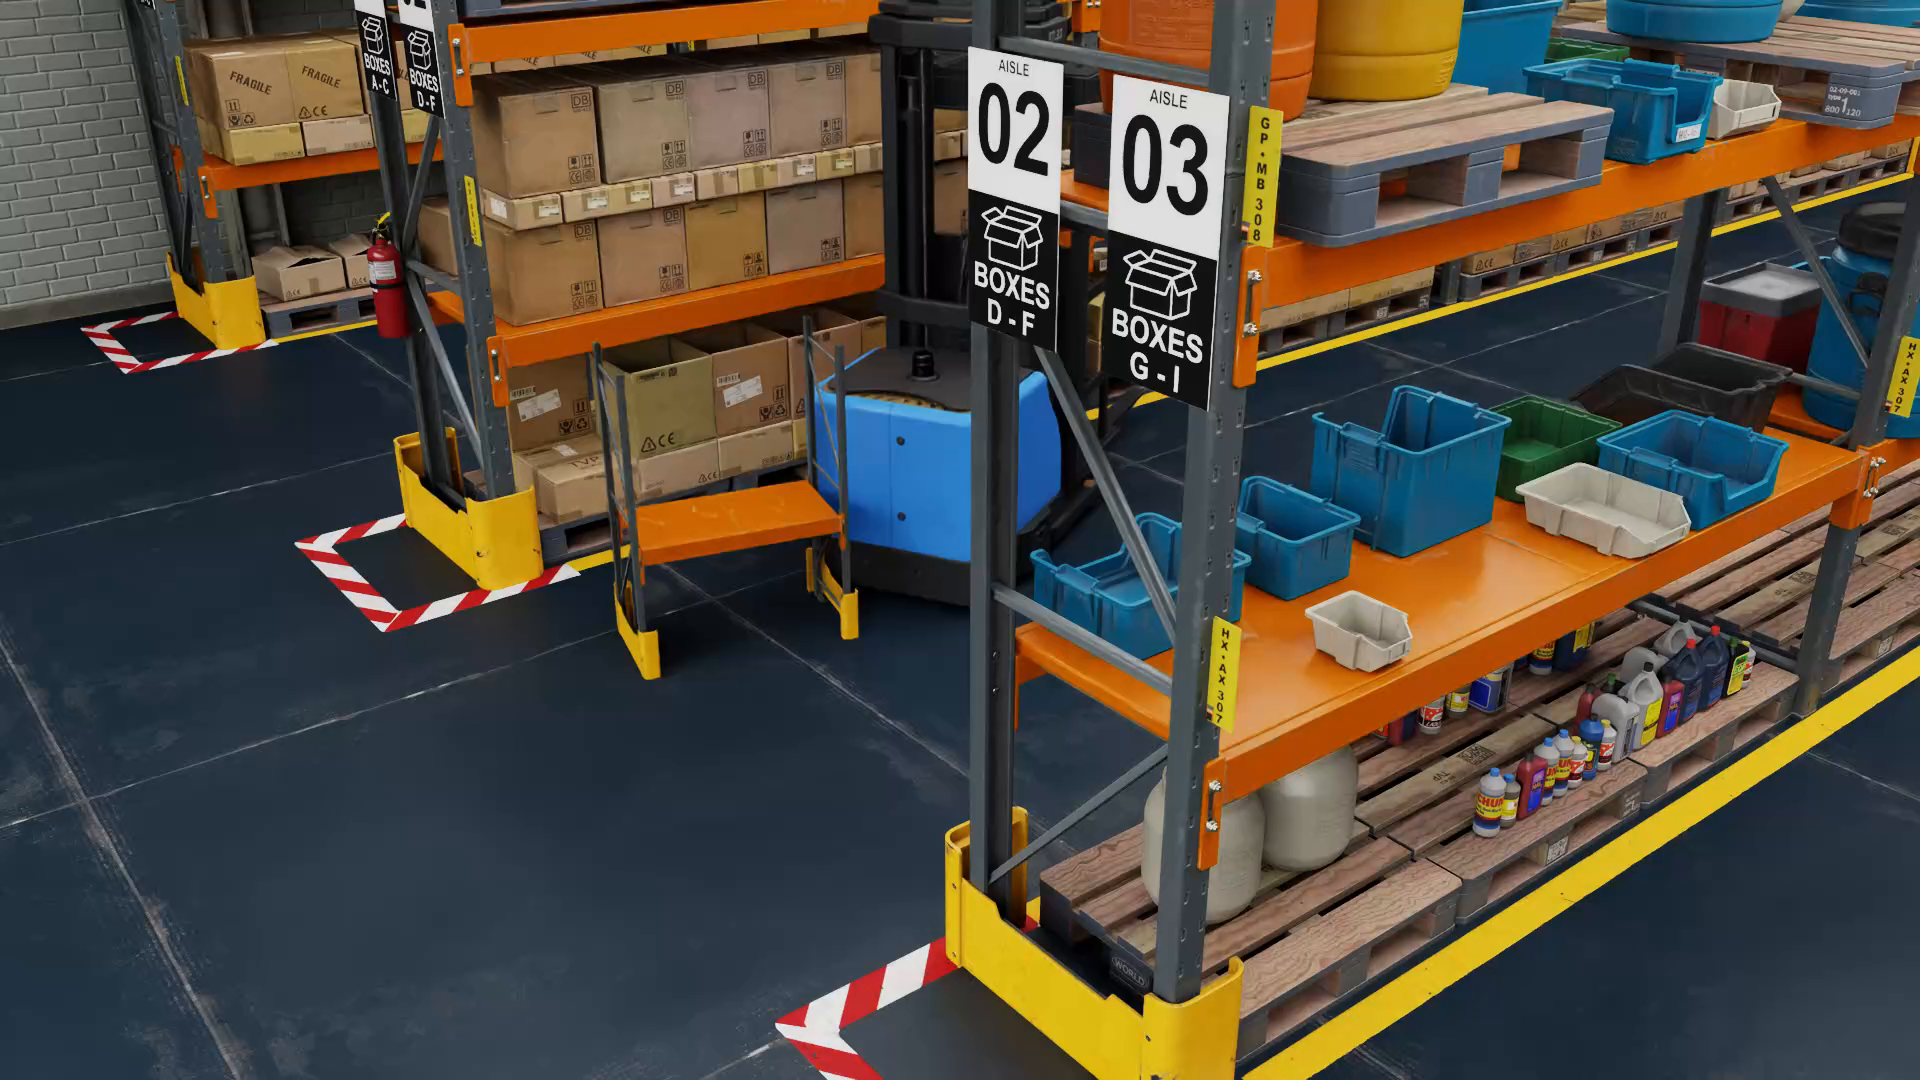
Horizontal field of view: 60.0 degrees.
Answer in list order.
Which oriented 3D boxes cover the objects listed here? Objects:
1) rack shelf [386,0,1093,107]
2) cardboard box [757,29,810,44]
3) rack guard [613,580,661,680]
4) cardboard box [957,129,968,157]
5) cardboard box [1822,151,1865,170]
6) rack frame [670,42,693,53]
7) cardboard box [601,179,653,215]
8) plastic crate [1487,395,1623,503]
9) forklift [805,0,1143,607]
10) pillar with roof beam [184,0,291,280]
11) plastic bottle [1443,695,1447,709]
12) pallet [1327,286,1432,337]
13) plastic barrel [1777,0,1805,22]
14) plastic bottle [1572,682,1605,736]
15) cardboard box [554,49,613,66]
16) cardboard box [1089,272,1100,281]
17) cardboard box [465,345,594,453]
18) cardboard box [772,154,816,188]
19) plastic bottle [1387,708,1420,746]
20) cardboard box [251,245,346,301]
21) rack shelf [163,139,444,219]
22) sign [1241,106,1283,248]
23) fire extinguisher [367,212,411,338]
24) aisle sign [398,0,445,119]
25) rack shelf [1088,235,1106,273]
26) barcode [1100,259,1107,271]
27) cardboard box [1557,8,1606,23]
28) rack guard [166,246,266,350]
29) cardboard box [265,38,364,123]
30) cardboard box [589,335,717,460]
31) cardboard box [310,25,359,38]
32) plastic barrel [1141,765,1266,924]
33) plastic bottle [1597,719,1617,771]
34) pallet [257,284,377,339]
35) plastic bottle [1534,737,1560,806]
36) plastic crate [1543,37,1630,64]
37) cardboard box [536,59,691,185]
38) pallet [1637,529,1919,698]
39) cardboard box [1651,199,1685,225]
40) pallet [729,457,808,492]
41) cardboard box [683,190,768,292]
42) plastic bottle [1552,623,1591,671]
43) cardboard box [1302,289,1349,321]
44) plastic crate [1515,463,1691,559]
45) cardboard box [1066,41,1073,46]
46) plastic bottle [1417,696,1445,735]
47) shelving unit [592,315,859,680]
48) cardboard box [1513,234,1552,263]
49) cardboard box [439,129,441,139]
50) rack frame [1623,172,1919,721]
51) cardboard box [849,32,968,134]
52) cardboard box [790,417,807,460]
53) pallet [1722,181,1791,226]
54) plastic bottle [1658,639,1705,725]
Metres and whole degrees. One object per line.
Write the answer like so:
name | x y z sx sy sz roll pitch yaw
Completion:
rack shelf | -1.093 -2.883 9.191 4.000 0.370 1.077 -18 31 -34
cardboard box | -1.713 -4.517 14.778 0.500 0.500 0.700 -15 29 -29
rack guard | -1.560 0.430 8.027 0.087 0.250 0.587 -10 27 -21
cardboard box | -0.001 -2.434 10.042 0.250 0.149 0.380 -19 31 -35
cardboard box | 8.882 -3.978 17.002 0.500 0.250 0.500 -18 31 -34
rack frame | -2.579 -4.008 14.324 0.127 3.000 1.000 -18 31 -34
cardboard box | -1.822 -1.833 8.748 0.250 0.149 0.380 -18 30 -34
plastic crate | 2.292 -0.371 6.739 0.662 0.188 0.450 -18 31 -34
forklift | 0.269 -1.583 9.179 1.130 2.935 3.031 11 27 22
pillar with roof beam | -3.053 -4.733 8.758 0.400 9.000 9.100 -18 31 -34
plastic bottle | 2.014 0.555 7.114 0.185 0.351 0.144 -17 30 -32
pallet | 2.957 -1.942 13.183 1.213 0.211 1.003 -18 31 -34
plastic barrel | 3.074 -2.282 6.408 0.421 0.512 0.421 0 25 0
plastic bottle | 2.604 0.708 6.865 0.133 0.283 0.061 -18 31 -34
cardboard box | -3.149 -3.933 13.425 0.500 0.500 0.500 -18 31 -34
cardboard box | 0.623 -1.766 11.594 0.500 0.311 0.500 -18 31 -34
cardboard box | -2.429 -0.851 9.396 0.500 0.500 0.500 -18 31 -34
cardboard box | -1.015 -2.099 9.319 0.250 0.149 0.380 -18 30 -34
plastic bottle | 1.843 0.702 6.879 0.133 0.283 0.061 -18 31 -34
cardboard box | -5.127 -2.099 12.881 0.500 0.311 0.500 -23 33 -40
rack shelf | -4.153 -3.163 13.356 4.000 0.370 1.077 -18 31 -34
sign | 0.723 -0.869 3.985 0.005 0.325 0.100 -18 31 -34
fire extinguisher | -3.047 -1.417 8.833 0.183 0.674 0.296 -18 31 -34
aisle sign | -2.530 -2.390 7.748 0.004 0.787 0.394 -18 31 -34
rack shelf | 2.055 -2.562 12.061 4.000 0.370 1.077 -18 31 -34
barcode | 0.938 -1.798 10.867 0.075 0.075 0.001 -18 31 -34
cardboard box | 5.424 -4.203 14.125 0.700 0.500 0.500 18 30 33
rack guard | -5.667 -1.855 12.654 0.348 0.500 1.175 -18 31 -34
cardboard box | -4.770 -3.400 12.277 0.500 0.500 0.500 -18 30 -34
cardboard box | -1.715 -0.809 9.306 0.500 0.500 0.500 -18 31 -34
cardboard box | -4.680 -3.707 12.937 0.500 0.500 0.500 -19 31 -35
plastic barrel | 0.857 1.054 5.872 0.421 0.512 0.421 0 25 0
plastic bottle | 2.594 0.820 6.721 0.097 0.201 0.097 0 25 0
pallet | -5.006 -1.924 13.144 1.213 0.211 1.003 -18 31 -34
plastic bottle | 2.275 0.894 6.479 0.097 0.271 0.097 0 25 0
plastic crate | 2.125 -1.671 5.977 0.450 0.188 0.336 -18 31 -34
cardboard box | -1.840 -2.232 8.837 0.500 0.500 0.700 -19 31 -35
pallet | 4.128 0.321 8.307 1.213 0.211 1.003 -18 31 -34
cardboard box | 6.170 -3.163 14.950 0.500 0.500 0.500 -18 30 -34
pallet | -1.132 -0.592 10.275 1.213 0.211 1.003 -18 31 -34
cardboard box | -1.487 -1.757 9.353 0.500 0.500 0.700 -18 30 -34
plastic bottle | 2.732 0.395 7.459 0.185 0.351 0.144 -18 31 -34
cardboard box | 2.564 -1.869 12.480 0.500 0.250 0.500 -17 30 -33
plastic crate | 2.413 -0.101 6.218 0.437 0.136 0.530 -18 31 -34
cardboard box | 0.971 -4.951 16.630 0.250 0.149 0.380 -19 31 -35
plastic bottle | 1.977 0.704 6.971 0.097 0.201 0.097 0 25 0
shelving unit | -1.103 -0.220 7.943 1.083 1.500 0.587 -10 27 -21
cardboard box | 4.571 -2.635 13.810 0.500 0.500 0.500 -20 31 -36
cardboard box | -3.943 -3.333 13.022 0.500 0.250 0.500 -18 30 -34
rack frame | 3.534 -0.727 7.252 0.127 3.000 1.000 -18 31 -34
cardboard box | -0.261 -2.753 9.959 0.500 0.500 0.700 -18 31 -34
cardboard box | -0.926 -0.727 10.021 0.500 0.250 0.500 -18 31 -34
pallet | 7.317 -3.360 16.239 1.213 0.211 1.003 -18 31 -34
plastic bottle | 3.054 0.588 7.044 0.185 0.351 0.144 -20 32 -37
